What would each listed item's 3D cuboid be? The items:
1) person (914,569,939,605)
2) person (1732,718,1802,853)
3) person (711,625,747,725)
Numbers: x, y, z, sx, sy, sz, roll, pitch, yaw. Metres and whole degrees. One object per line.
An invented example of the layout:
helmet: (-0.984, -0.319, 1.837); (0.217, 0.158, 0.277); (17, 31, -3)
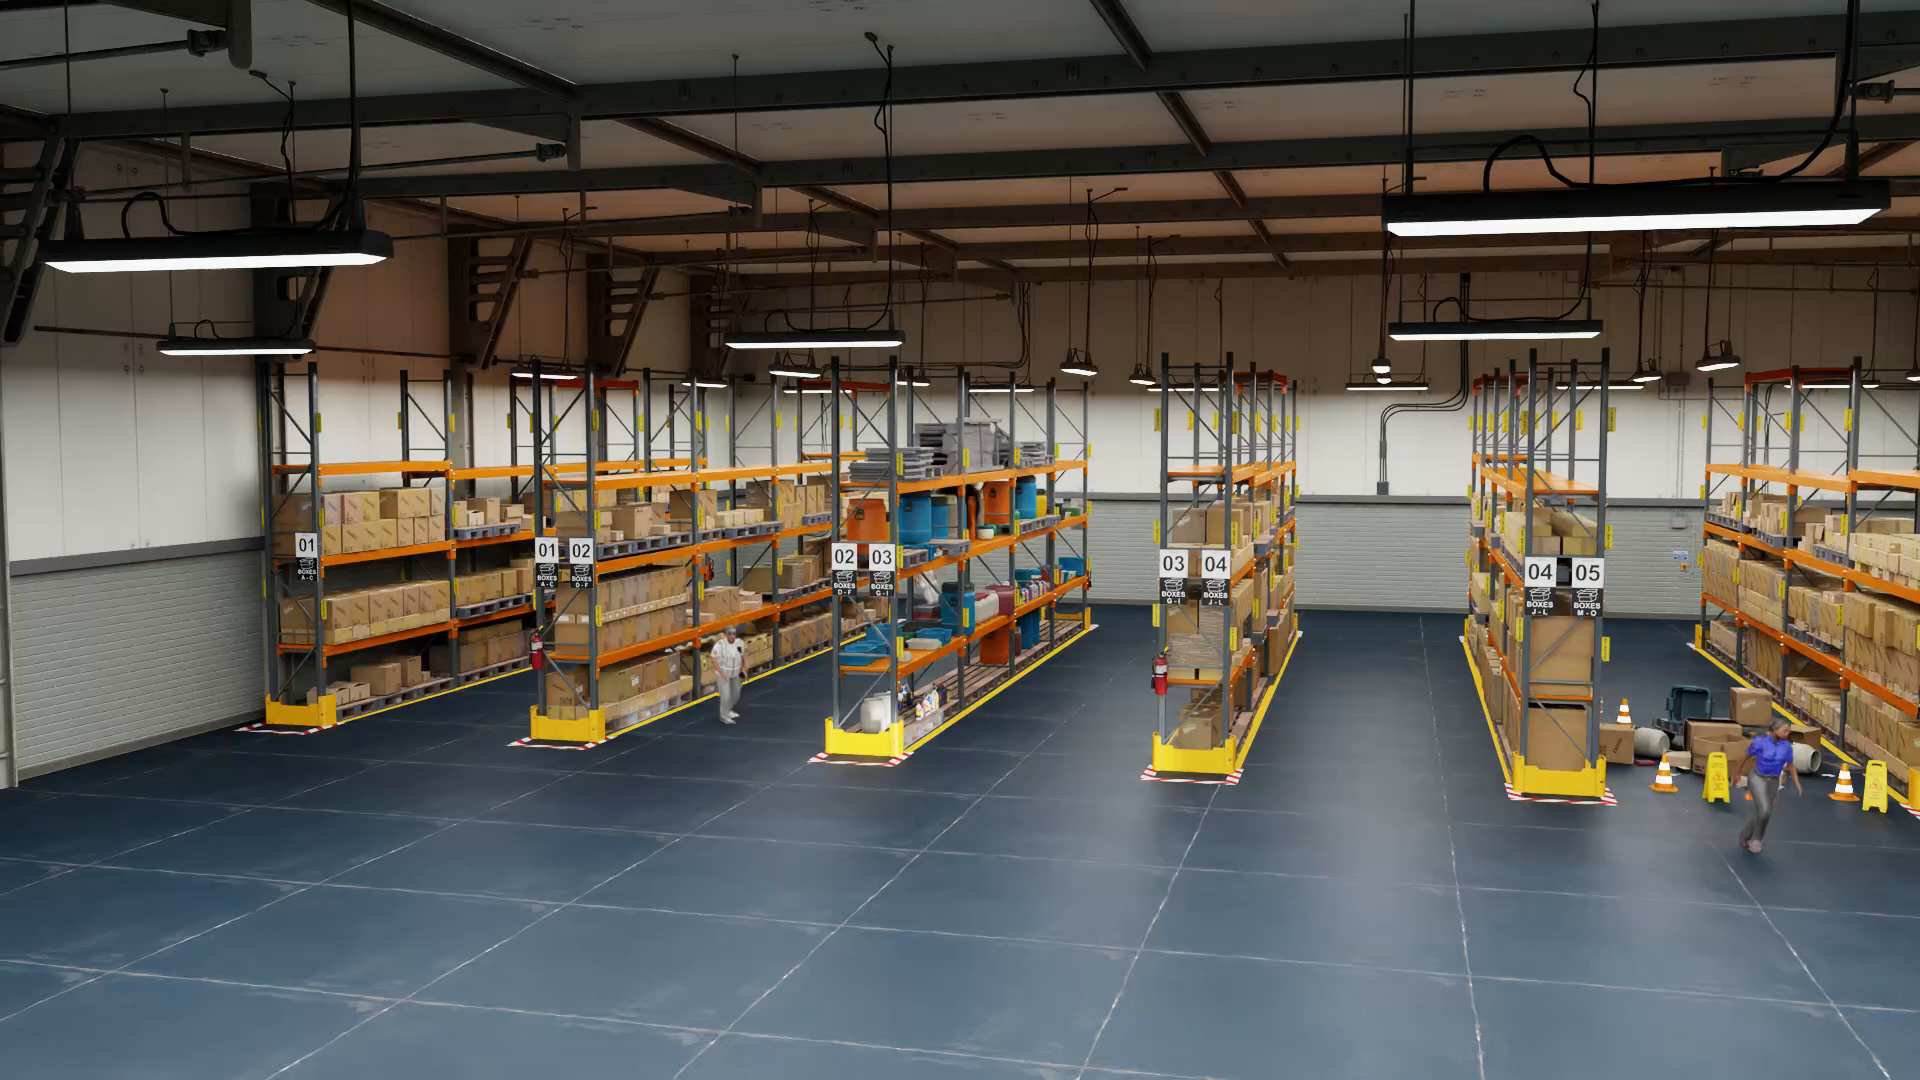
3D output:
person: (-0.872, 1.180, 42.173); (0.705, 1.726, 0.575); (-2, 5, -32)
person: (9.387, 2.830, 19.341); (0.552, 1.592, 0.735); (-1, 4, -11)
person: (-3.891, 2.223, 27.700); (0.663, 1.702, 0.793); (-3, 5, -37)
